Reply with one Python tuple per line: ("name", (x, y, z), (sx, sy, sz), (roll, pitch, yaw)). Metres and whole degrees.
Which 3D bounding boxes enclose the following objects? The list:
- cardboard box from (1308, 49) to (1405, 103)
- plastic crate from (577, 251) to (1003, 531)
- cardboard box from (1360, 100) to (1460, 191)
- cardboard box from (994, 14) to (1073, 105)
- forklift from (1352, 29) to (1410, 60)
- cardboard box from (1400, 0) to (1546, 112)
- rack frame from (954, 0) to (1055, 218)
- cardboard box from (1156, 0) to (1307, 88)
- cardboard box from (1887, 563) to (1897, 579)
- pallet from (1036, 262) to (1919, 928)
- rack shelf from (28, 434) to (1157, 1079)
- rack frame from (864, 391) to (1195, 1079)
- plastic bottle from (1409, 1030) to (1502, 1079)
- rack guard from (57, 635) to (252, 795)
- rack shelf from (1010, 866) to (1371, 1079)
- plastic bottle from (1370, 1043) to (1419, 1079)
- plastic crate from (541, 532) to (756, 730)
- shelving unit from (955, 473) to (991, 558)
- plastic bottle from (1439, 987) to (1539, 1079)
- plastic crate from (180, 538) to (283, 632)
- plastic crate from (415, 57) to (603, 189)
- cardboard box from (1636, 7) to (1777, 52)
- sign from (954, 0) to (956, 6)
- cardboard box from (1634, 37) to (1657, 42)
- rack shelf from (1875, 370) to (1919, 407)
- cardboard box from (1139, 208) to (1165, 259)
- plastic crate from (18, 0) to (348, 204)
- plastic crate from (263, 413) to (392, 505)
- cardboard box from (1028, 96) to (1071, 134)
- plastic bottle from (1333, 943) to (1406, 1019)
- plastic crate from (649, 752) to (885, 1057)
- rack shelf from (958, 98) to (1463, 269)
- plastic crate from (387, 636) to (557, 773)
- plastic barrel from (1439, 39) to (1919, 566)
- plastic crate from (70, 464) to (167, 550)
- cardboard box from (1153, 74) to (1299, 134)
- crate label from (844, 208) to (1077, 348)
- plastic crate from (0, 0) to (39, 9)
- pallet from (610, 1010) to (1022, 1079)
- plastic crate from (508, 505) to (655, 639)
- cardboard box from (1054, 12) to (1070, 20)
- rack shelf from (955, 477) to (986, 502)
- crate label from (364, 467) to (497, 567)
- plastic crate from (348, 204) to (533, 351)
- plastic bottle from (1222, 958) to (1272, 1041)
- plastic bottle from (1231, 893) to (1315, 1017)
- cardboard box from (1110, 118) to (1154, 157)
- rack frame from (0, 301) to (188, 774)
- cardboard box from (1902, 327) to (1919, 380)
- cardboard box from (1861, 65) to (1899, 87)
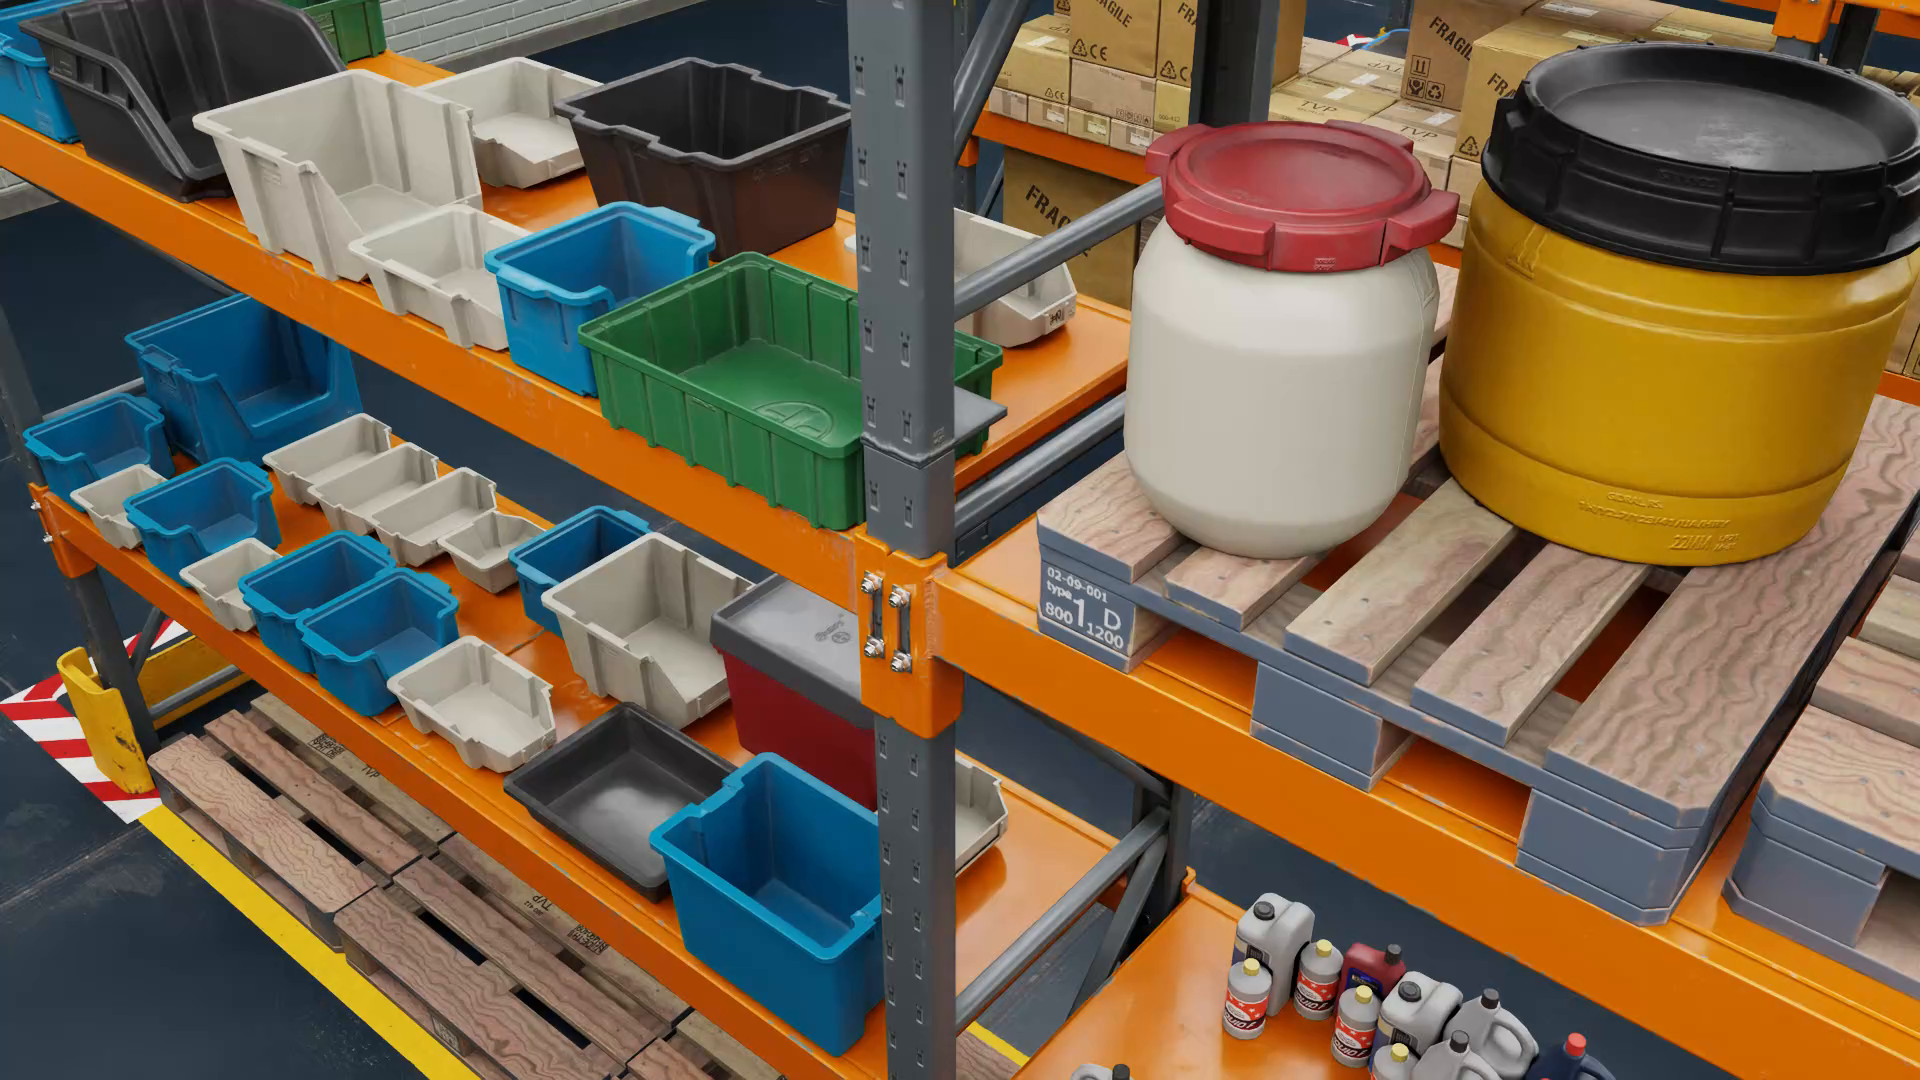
("cardboard box", (2.029, -2.163, 8.120), (0.500, 0.250, 0.500), (25, 42, 32))
("plastic crate", (-0.311, -0.285, 3.053), (0.662, 0.188, 0.450), (25, 42, 32))
("cardboard box", (2.078, -1.747, 7.513), (0.500, 0.250, 0.500), (26, 42, 33))
("cardboard box", (0.499, -2.487, 8.592), (0.500, 0.250, 0.500), (24, 41, 31))
("forklift", (3.651, -2.874, 9.346), (3.031, 2.935, 1.130), (24, 41, 31))
("cardboard box", (2.397, -2.292, 7.645), (0.500, 0.500, 0.500), (24, 41, 30))
("rack frame", (0.303, -2.718, 9.058), (0.127, 3.000, 1.000), (25, 42, 32))
("cardboard box", (1.286, -2.430, 7.846), (0.500, 0.500, 0.500), (24, 41, 31))
("cardboard box", (3.882, -0.343, 7.106), (0.875, 0.875, 1.225), (25, 42, 32))
("pallet", (0.873, -0.031, 2.663), (1.003, 0.211, 1.213), (25, 42, 32))
("rack shelf", (-1.329, 0.458, 5.069), (4.000, 0.370, 1.077), (25, 42, 32))
("rack frame", (0.208, 0.886, 3.810), (0.127, 3.000, 1.000), (25, 42, 32))
("plastic bottle", (1.032, 1.160, 3.455), (0.185, 0.351, 0.144), (25, 42, 32))
("rack guard", (-2.892, 0.465, 6.632), (0.348, 0.500, 1.175), (25, 42, 32))
("rack shelf", (1.745, 1.907, 2.959), (4.000, 0.370, 1.077), (25, 42, 32))
("plastic bottle", (0.933, 1.163, 3.582), (0.097, 0.201, 0.097), (0, 34, 0))
("plastic crate", (-0.847, 0.277, 4.749), (0.530, 0.282, 0.437), (25, 42, 32))
("shelving unit", (-0.127, -0.555, 7.498), (0.503, 1.200, 0.258), (25, 42, 32))
("plastic bottle", (1.124, 1.097, 3.547), (0.185, 0.351, 0.144), (25, 42, 32))
("plastic crate", (-2.172, 0.152, 5.059), (0.298, 0.136, 0.250), (25, 42, 32))
("plastic crate", (-1.119, -1.050, 4.213), (0.530, 0.136, 0.437), (25, 42, 32))
("cardboard box", (3.173, -1.923, 7.108), (0.500, 0.500, 0.500), (25, 42, 32))
("sign", (-0.056, -2.868, 8.442), (0.005, 0.325, 0.100), (25, 42, 32))
("cardboard box", (2.853, -1.689, 6.767), (0.500, 0.500, 0.500), (27, 42, 33))
("rack shelf", (4.914, -0.248, 6.097), (4.000, 0.370, 1.077), (25, 42, 32))
("cardboard box", (1.546, -1.488, 8.773), (0.875, 0.875, 0.875), (25, 42, 32))
("plastic crate", (-1.867, -1.101, 4.108), (0.767, 0.338, 0.504), (25, 42, 32))
("plastic crate", (-2.123, -0.262, 5.662), (0.243, 0.136, 0.396), (25, 42, 32))
("cardboard box", (0.563, -2.250, 8.598), (0.250, 0.149, 0.380), (25, 41, 31))
("plastic bottle", (0.925, 1.000, 3.747), (0.133, 0.283, 0.061), (25, 42, 32))
("plastic crate", (-0.369, 0.847, 3.828), (0.575, 0.384, 0.392), (25, 42, 32))
("rack shelf", (1.840, -1.697, 8.206), (4.000, 0.370, 1.077), (25, 42, 32))
("plastic crate", (-1.322, 0.470, 4.596), (0.466, 0.136, 0.293), (25, 42, 32))
("plastic barrel", (1.040, -0.359, 2.436), (0.600, 0.588, 0.600), (0, 34, 0))
("plastic crate", (-2.693, -0.094, 5.417), (0.298, 0.136, 0.250), (25, 42, 32))
("cardboard box", (1.287, -2.118, 8.054), (0.500, 0.250, 0.500), (24, 41, 30))
("crate label", (0.017, -0.545, 3.477), (0.466, 0.136, 0.293), (25, 42, 32))
("plastic crate", (-2.748, -1.485, 4.728), (0.590, 0.269, 0.497), (25, 42, 32))
("pallet", (-0.382, 1.786, 4.963), (1.213, 0.211, 1.003), (25, 42, 32))
("plastic crate", (-1.123, 0.114, 5.029), (0.300, 0.233, 0.416), (25, 42, 32))
("cardboard box", (0.846, -2.718, 8.928), (0.500, 0.250, 0.500), (25, 41, 31))
("rack shelf", (-0.127, -0.335, 7.648), (0.480, 0.148, 0.258), (25, 42, 32))
("crate label", (-1.680, -0.061, 5.369), (0.243, 0.136, 0.396), (25, 42, 32))
("plastic crate", (-1.013, -0.537, 3.465), (0.466, 0.136, 0.293), (25, 42, 32))
("plastic bottle", (0.653, 1.031, 3.774), (0.097, 0.201, 0.097), (0, 34, 0))
("plastic bottle", (0.718, 0.939, 3.842), (0.135, 0.276, 0.152), (25, 42, 32))
("cardboard box", (0.961, -2.063, 8.326), (0.250, 0.149, 0.380), (25, 41, 31))
("rack frame", (-2.866, -0.563, 5.920), (0.127, 3.000, 1.000), (25, 42, 32))
("cardboard box", (3.958, -0.853, 6.254), (0.500, 0.500, 0.500), (25, 42, 32))
("cardboard box", (6.097, -3.044, 11.154), (0.250, 0.149, 0.380), (25, 41, 31))
